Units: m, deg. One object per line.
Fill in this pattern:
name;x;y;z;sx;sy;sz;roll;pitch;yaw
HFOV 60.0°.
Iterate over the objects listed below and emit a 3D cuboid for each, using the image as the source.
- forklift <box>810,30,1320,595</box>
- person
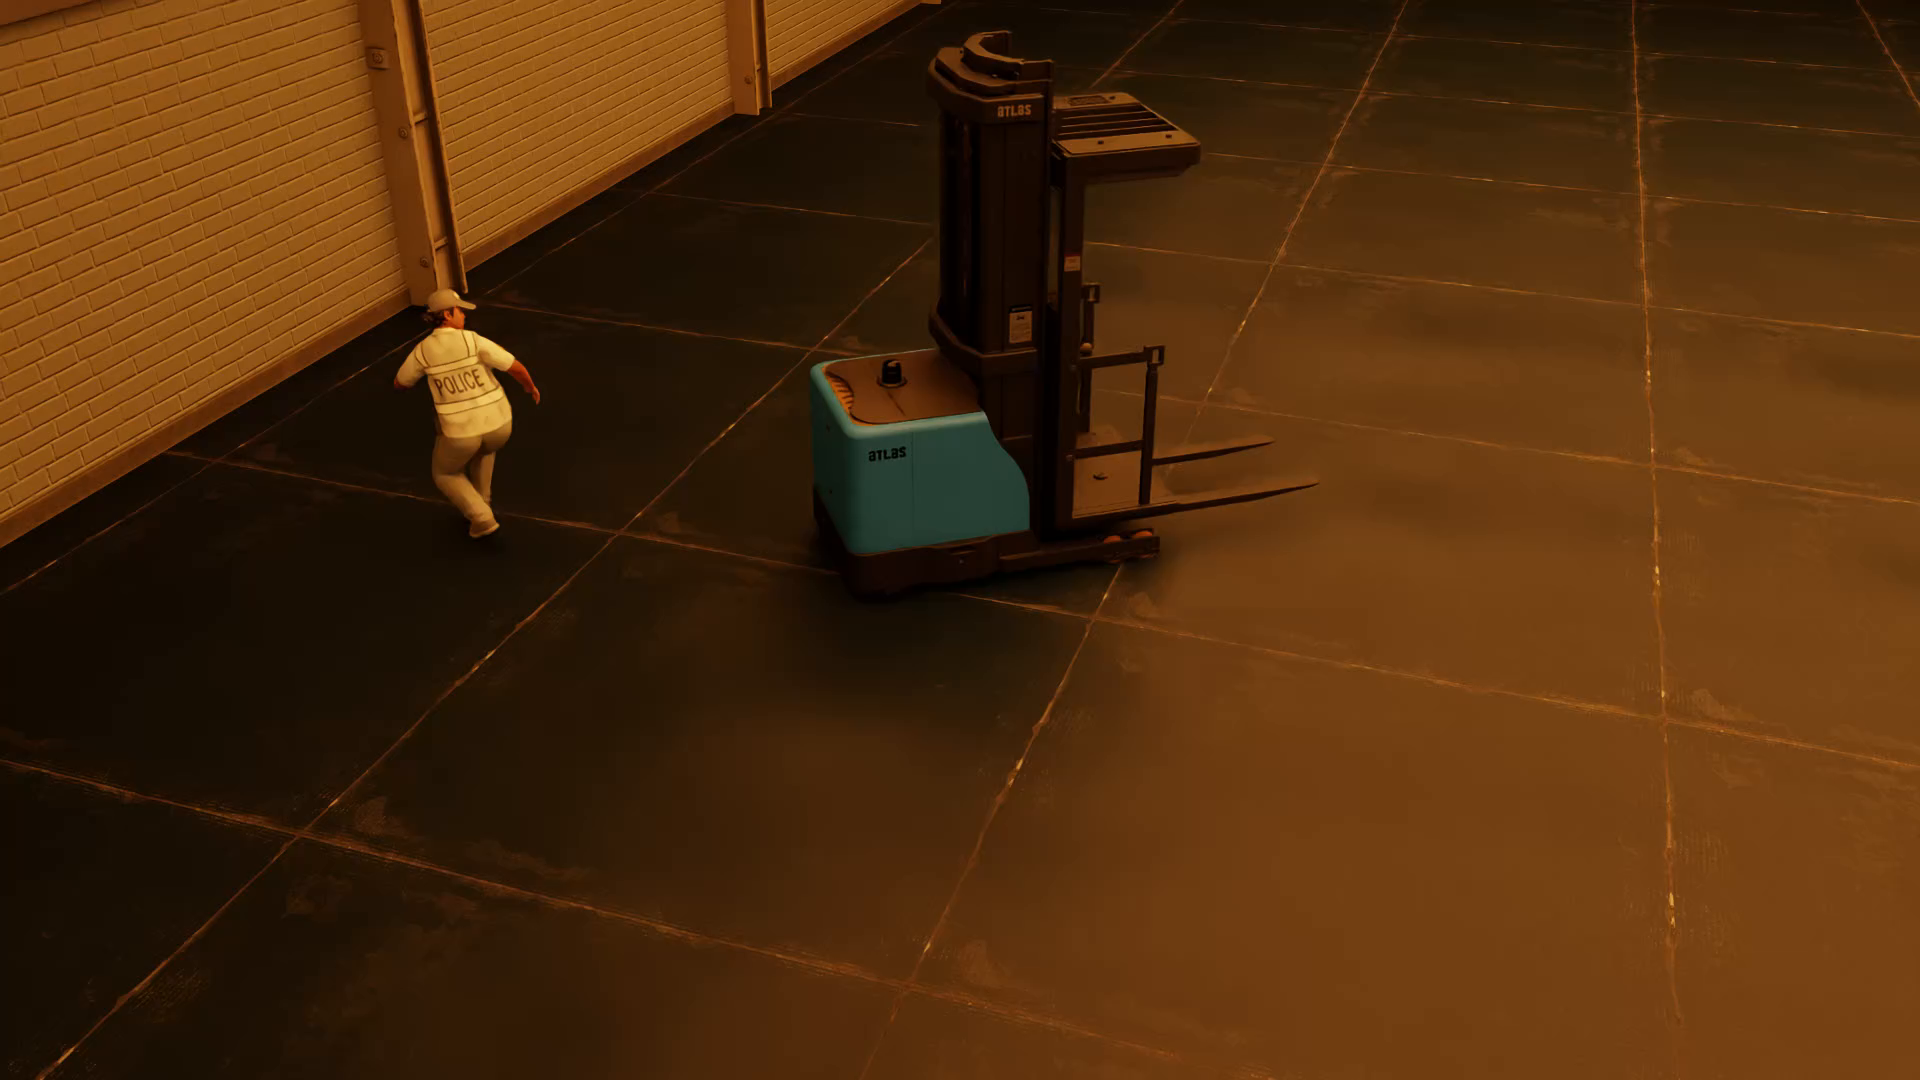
forklift;0.681;-1.372;9.543;3.031;2.935;1.130;-9;31;-15
person;-2.910;-0.775;9.909;0.810;1.541;0.795;-15;33;-24
